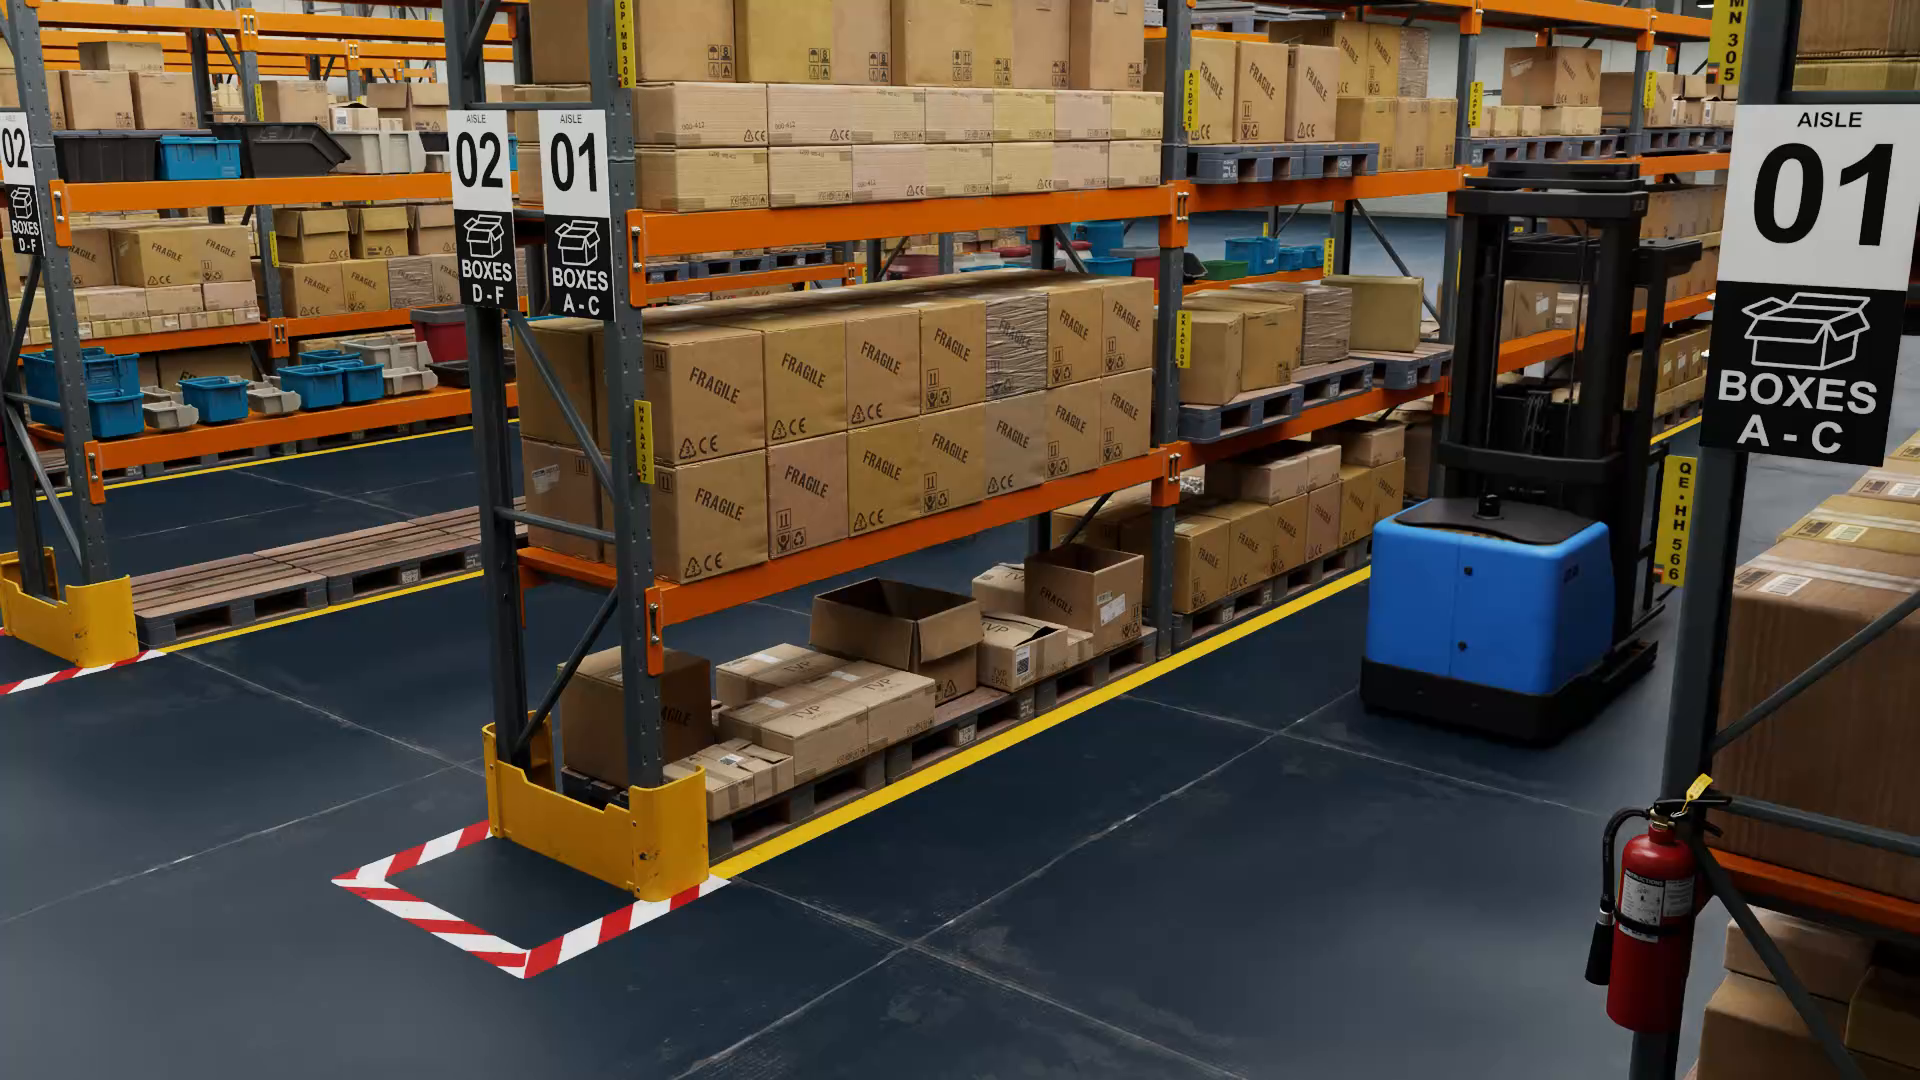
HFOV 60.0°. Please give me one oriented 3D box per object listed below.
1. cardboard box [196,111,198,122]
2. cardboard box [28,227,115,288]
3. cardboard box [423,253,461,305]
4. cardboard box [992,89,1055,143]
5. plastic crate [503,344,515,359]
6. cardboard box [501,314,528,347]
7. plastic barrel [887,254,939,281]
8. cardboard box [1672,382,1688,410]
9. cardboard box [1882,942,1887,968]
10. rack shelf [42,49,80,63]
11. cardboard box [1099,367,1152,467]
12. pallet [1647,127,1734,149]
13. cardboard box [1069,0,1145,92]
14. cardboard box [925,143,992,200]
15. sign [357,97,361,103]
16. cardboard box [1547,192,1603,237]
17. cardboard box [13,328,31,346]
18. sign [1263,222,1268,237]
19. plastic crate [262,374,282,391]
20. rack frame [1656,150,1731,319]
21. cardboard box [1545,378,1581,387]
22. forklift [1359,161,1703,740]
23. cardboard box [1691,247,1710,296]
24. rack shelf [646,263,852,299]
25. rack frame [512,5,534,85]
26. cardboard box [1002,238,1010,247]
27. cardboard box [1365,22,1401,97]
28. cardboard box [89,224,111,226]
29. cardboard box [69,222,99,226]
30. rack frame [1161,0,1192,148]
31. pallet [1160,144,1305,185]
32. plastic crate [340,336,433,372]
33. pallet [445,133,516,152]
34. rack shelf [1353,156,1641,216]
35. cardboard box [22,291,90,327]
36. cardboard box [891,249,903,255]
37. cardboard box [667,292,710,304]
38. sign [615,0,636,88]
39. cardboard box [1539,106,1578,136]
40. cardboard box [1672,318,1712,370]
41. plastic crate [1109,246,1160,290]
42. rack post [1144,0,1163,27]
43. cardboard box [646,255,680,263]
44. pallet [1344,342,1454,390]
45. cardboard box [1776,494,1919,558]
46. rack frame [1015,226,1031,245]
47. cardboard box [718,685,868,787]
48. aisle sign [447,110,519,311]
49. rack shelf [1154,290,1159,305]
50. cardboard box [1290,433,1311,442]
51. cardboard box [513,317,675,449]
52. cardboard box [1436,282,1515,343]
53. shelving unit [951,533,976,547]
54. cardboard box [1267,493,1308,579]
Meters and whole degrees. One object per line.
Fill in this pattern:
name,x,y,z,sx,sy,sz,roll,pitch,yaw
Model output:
cardboard box,-9.316,-5.141,20.710,0.500,0.500,0.500,11,18,38
cardboard box,-7.990,-2.537,14.931,0.500,0.500,0.500,11,18,36
cardboard box,-5.417,-2.737,17.340,0.500,0.500,0.500,12,18,39
cardboard box,0.124,-2.112,8.276,0.500,0.250,0.500,11,18,38
plastic crate,-3.402,-1.415,12.752,0.396,0.136,0.243,11,18,38
cardboard box,-5.353,-1.989,18.059,1.225,0.875,0.875,11,18,38
plastic barrel,-0.429,-2.549,16.524,0.600,0.536,0.708,11,18,38
cardboard box,7.353,-1.545,17.582,0.500,0.250,0.500,11,18,38
cardboard box,2.654,1.160,5.107,0.380,0.149,0.250,12,18,39
rack shelf,-13.302,-6.629,22.952,1.077,0.370,4.000,11,18,38
cardboard box,0.737,-0.727,9.426,0.500,0.500,0.500,12,18,38
pallet,7.929,-4.392,18.142,1.003,0.211,1.213,11,18,38
cardboard box,0.576,-2.702,9.076,0.700,0.500,0.500,11,18,38
cardboard box,-0.195,-1.775,7.965,0.500,0.250,0.500,11,18,38
sign,-7.711,-5.521,21.356,0.100,0.325,0.005,11,18,38
cardboard box,6.154,-3.109,16.168,0.700,0.500,0.500,11,18,38
cardboard box,-8.079,-1.723,14.061,0.380,0.149,0.250,11,18,37
sign,4.118,-4.099,22.342,0.100,0.325,0.005,11,18,38
plastic crate,-4.620,-1.071,11.395,0.298,0.136,0.250,11,18,38
rack frame,8.394,-3.112,19.017,1.000,3.000,0.127,11,18,38
cardboard box,5.848,-1.367,15.740,0.500,0.311,0.500,11,18,38
forklift,3.496,-0.688,9.616,1.130,2.935,3.031,11,18,36
cardboard box,7.764,-2.972,18.262,0.700,0.500,0.500,12,18,39
rack shelf,-3.080,-3.148,20.620,1.077,0.370,4.000,11,18,38
rack frame,-2.999,-4.489,12.253,1.000,3.000,0.127,11,18,38
cardboard box,0.515,-4.390,24.557,0.380,0.149,0.250,11,18,38
cardboard box,2.766,-3.387,11.772,0.500,0.500,0.500,11,18,38
cardboard box,-9.870,-3.563,19.243,0.380,0.149,0.250,12,18,39
cardboard box,-10.377,-3.663,19.637,0.380,0.149,0.250,11,18,36
rack frame,0.852,-3.722,9.232,1.000,3.000,0.127,11,18,38
pallet,1.316,-2.291,10.074,1.213,0.211,1.003,11,18,38
plastic crate,-4.102,-1.289,11.959,0.437,0.282,0.530,11,18,38
pallet,-5.401,-4.130,17.315,1.003,0.211,1.213,12,19,40
rack shelf,4.623,-3.068,14.213,1.077,0.370,4.000,11,18,38
cardboard box,-7.889,-2.000,14.341,0.500,0.250,0.500,11,18,36
cardboard box,-1.001,-3.900,22.629,0.380,0.149,0.250,11,18,38
cardboard box,-4.604,-4.123,26.460,0.875,0.875,0.875,11,18,38
sign,-1.240,-1.841,6.148,0.100,0.325,0.005,11,18,38
cardboard box,5.142,-3.709,14.725,0.500,0.250,0.500,9,17,32
cardboard box,8.288,-2.198,18.626,0.500,0.500,0.500,11,18,38
plastic crate,1.963,-3.004,18.463,0.402,0.464,0.583,11,18,38
rack post,0.859,-5.727,16.722,1.013,1.000,3.121,11,18,38
cardboard box,-3.756,-3.598,19.873,0.500,0.500,0.700,-13,19,-41
pallet,2.994,-1.346,12.456,1.213,0.211,1.003,11,18,38
cardboard box,2.954,0.332,4.850,0.980,0.700,0.700,11,18,37
rack frame,0.691,-4.646,25.055,1.000,3.000,0.127,11,18,38
cardboard box,-0.786,0.916,7.854,0.500,0.250,0.500,11,18,38
aisle sign,-1.943,-1.342,6.771,0.394,0.787,0.004,11,18,38
rack shelf,0.772,-2.382,17.603,1.077,0.370,4.000,11,18,38
cardboard box,2.857,-0.539,13.071,0.500,0.500,0.500,12,19,40
cardboard box,-1.596,-0.709,7.323,0.500,0.500,0.500,11,18,37
cardboard box,4.408,-1.952,14.249,0.500,0.500,0.500,10,17,35
shelving unit,-0.034,-0.499,12.690,0.215,1.050,0.252,11,18,38
cardboard box,1.992,-0.069,11.222,0.500,0.500,0.500,12,18,38
